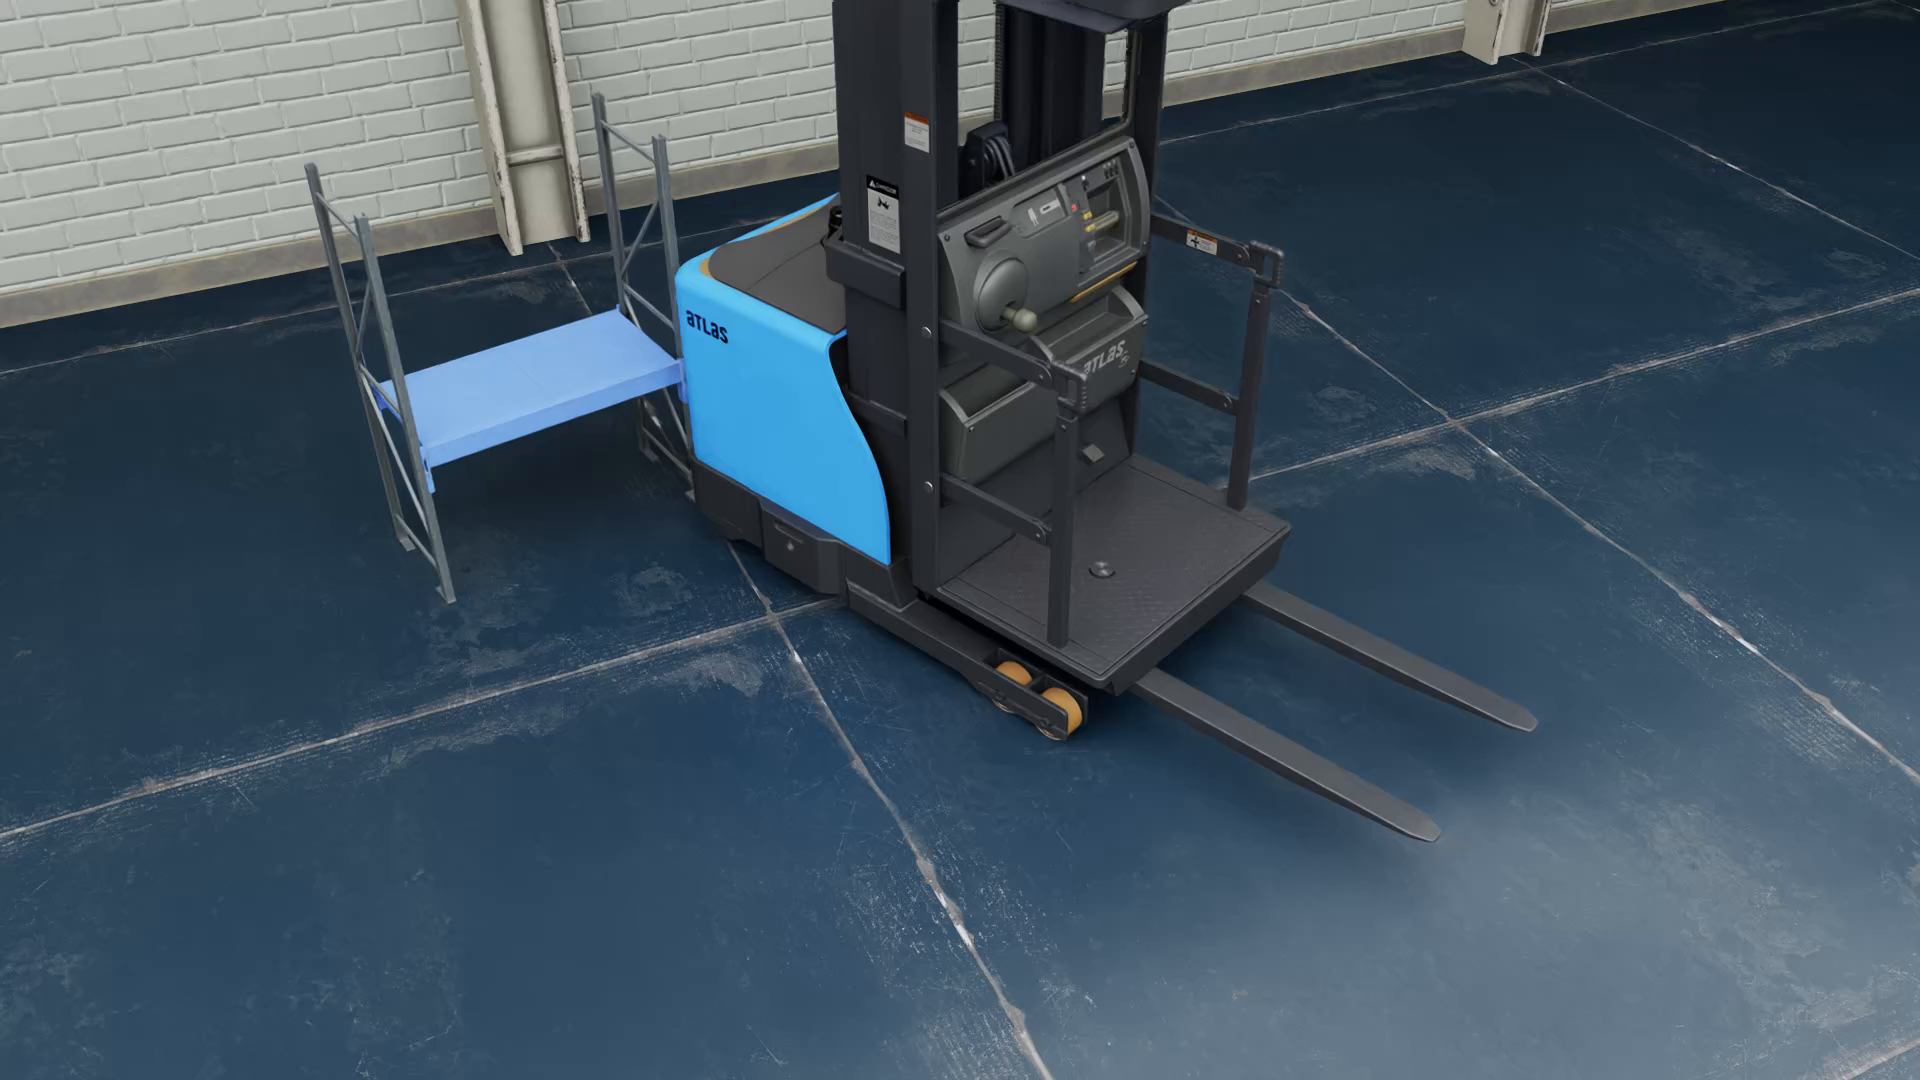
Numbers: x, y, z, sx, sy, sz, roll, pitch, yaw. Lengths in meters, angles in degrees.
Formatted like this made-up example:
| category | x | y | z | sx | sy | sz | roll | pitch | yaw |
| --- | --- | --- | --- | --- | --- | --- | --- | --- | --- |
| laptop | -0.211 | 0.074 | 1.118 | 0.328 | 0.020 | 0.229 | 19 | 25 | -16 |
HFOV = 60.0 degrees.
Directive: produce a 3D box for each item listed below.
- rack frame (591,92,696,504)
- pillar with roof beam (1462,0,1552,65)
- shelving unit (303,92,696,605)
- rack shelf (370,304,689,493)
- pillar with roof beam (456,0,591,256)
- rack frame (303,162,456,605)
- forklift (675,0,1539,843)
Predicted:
| category | x | y | z | sx | sy | sz | roll | pitch | yaw |
| --- | --- | --- | --- | --- | --- | --- | --- | --- | --- |
| rack frame | -1.141 | -0.854 | 6.143 | 0.032 | 1.500 | 0.500 | -23 | 43 | -28 |
| pillar with roof beam | 5.186 | -4.331 | 4.536 | 0.400 | 9.000 | 9.100 | -16 | 39 | -20 |
| shelving unit | -1.552 | -0.676 | 5.902 | 1.048 | 1.500 | 0.538 | -23 | 43 | -28 |
| rack shelf | -1.552 | -0.531 | 6.009 | 1.000 | 0.185 | 0.538 | -23 | 43 | -28 |
| pillar with roof beam | -0.245 | -2.813 | 2.488 | 0.400 | 9.000 | 9.100 | -16 | 39 | -20 |
| rack frame | -1.962 | -0.497 | 5.661 | 0.032 | 1.500 | 0.500 | -23 | 43 | -28 |
| forklift | 0.434 | -0.888 | 4.987 | 3.031 | 2.935 | 1.130 | 28 | 45 | 32 |
